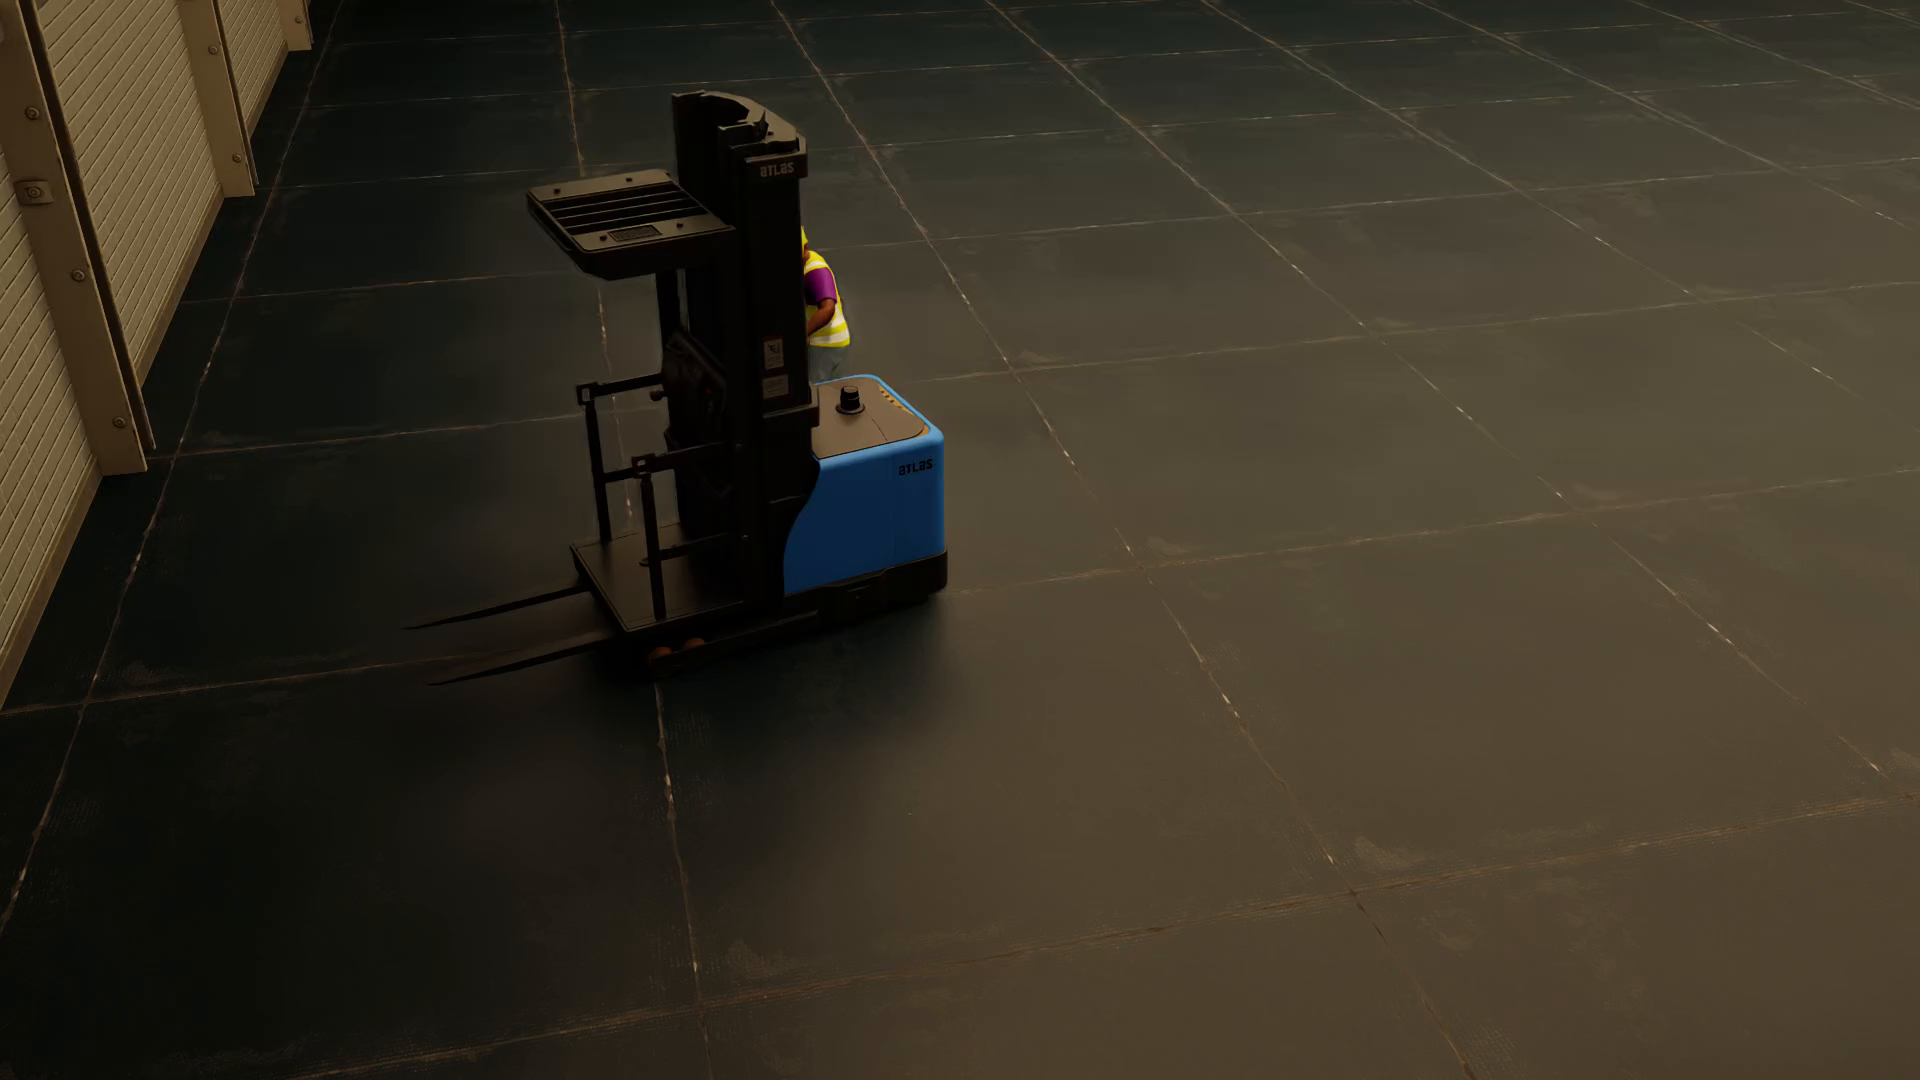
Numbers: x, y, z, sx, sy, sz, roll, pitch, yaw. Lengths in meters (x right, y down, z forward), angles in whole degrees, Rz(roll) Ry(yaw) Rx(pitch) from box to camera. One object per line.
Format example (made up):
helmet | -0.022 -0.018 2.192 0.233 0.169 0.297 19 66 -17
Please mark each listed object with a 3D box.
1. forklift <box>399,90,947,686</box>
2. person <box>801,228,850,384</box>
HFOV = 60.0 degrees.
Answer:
forklift | -1.623 -0.813 8.979 3.031 2.935 1.130 -15 33 -24
person | -1.007 -1.369 11.361 0.547 1.705 1.194 -4 30 -7
